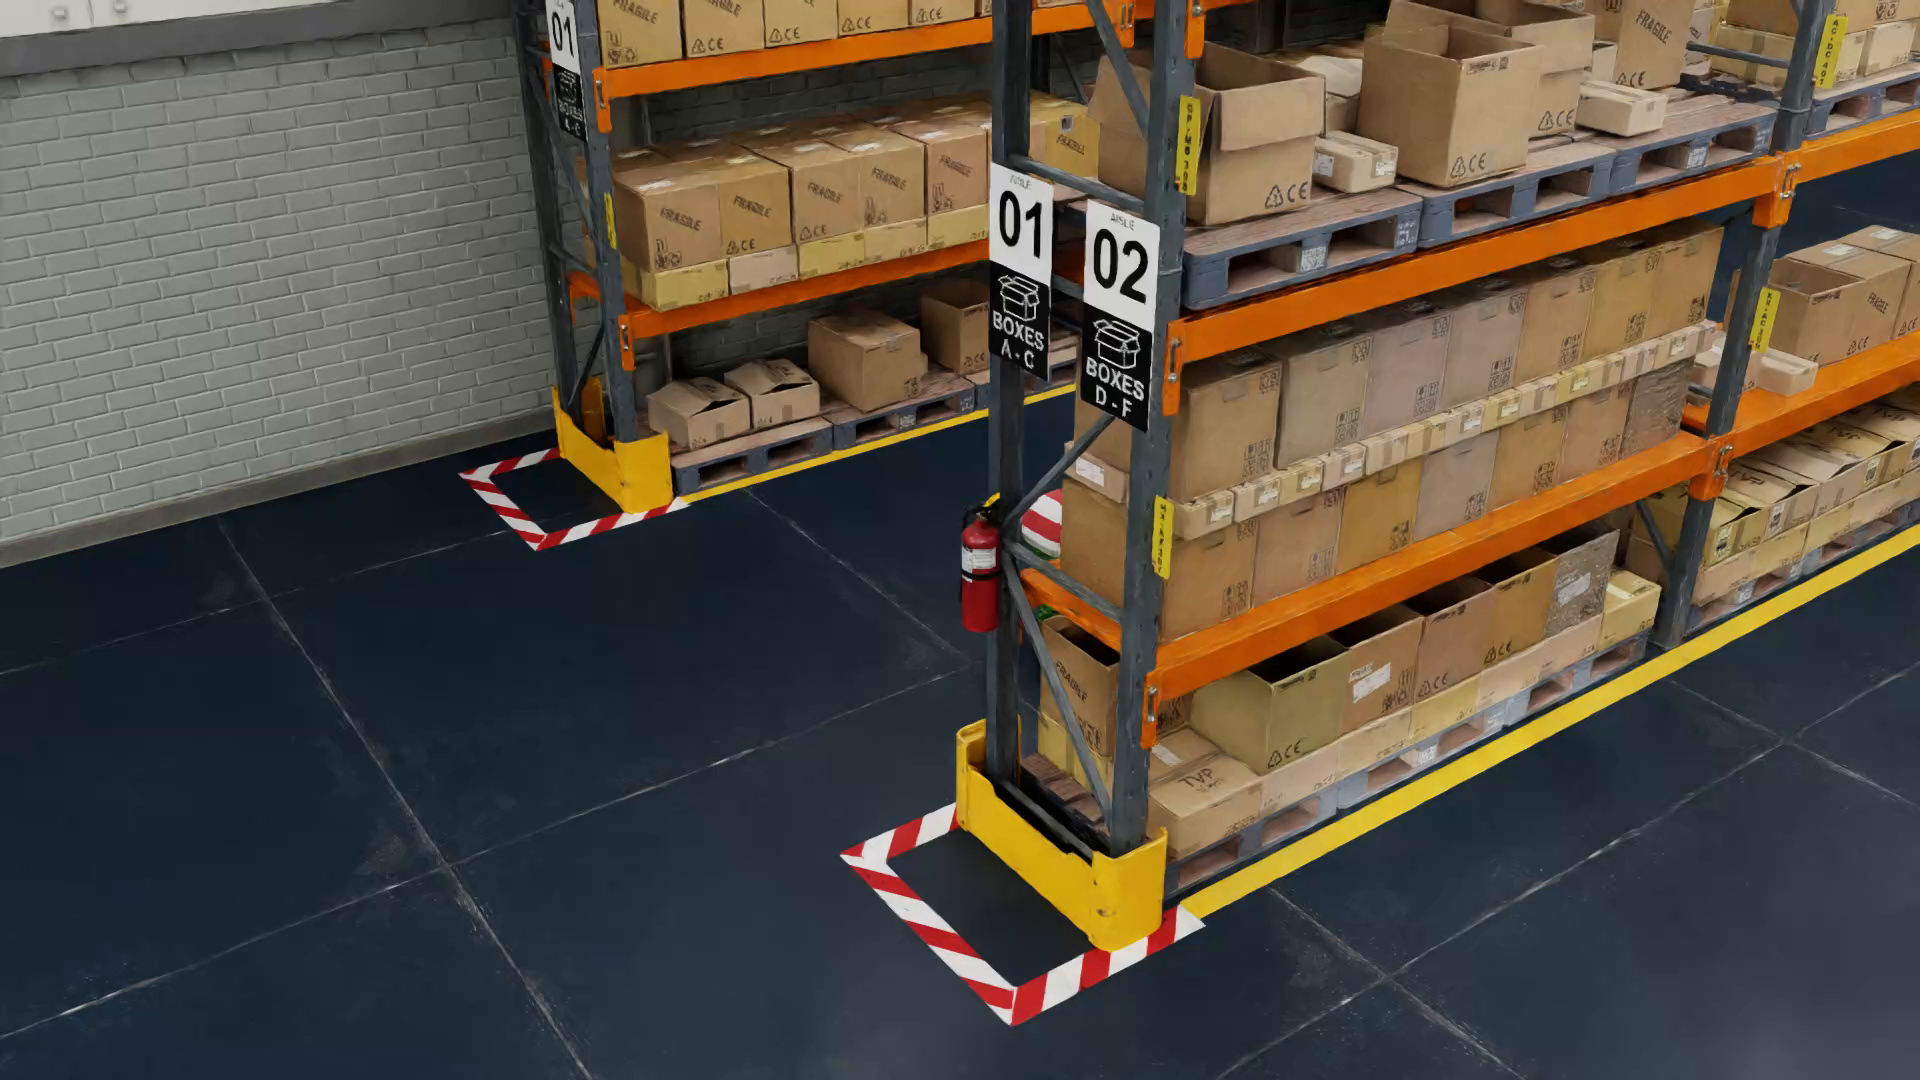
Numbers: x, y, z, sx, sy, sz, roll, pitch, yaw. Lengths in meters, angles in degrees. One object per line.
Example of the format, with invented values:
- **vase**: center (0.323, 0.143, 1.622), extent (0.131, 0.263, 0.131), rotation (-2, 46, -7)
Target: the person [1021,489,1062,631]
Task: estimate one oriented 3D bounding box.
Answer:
- **person**: center (0.753, 0.095, 9.329), extent (0.951, 0.931, 0.535), rotation (-20, 34, -33)
